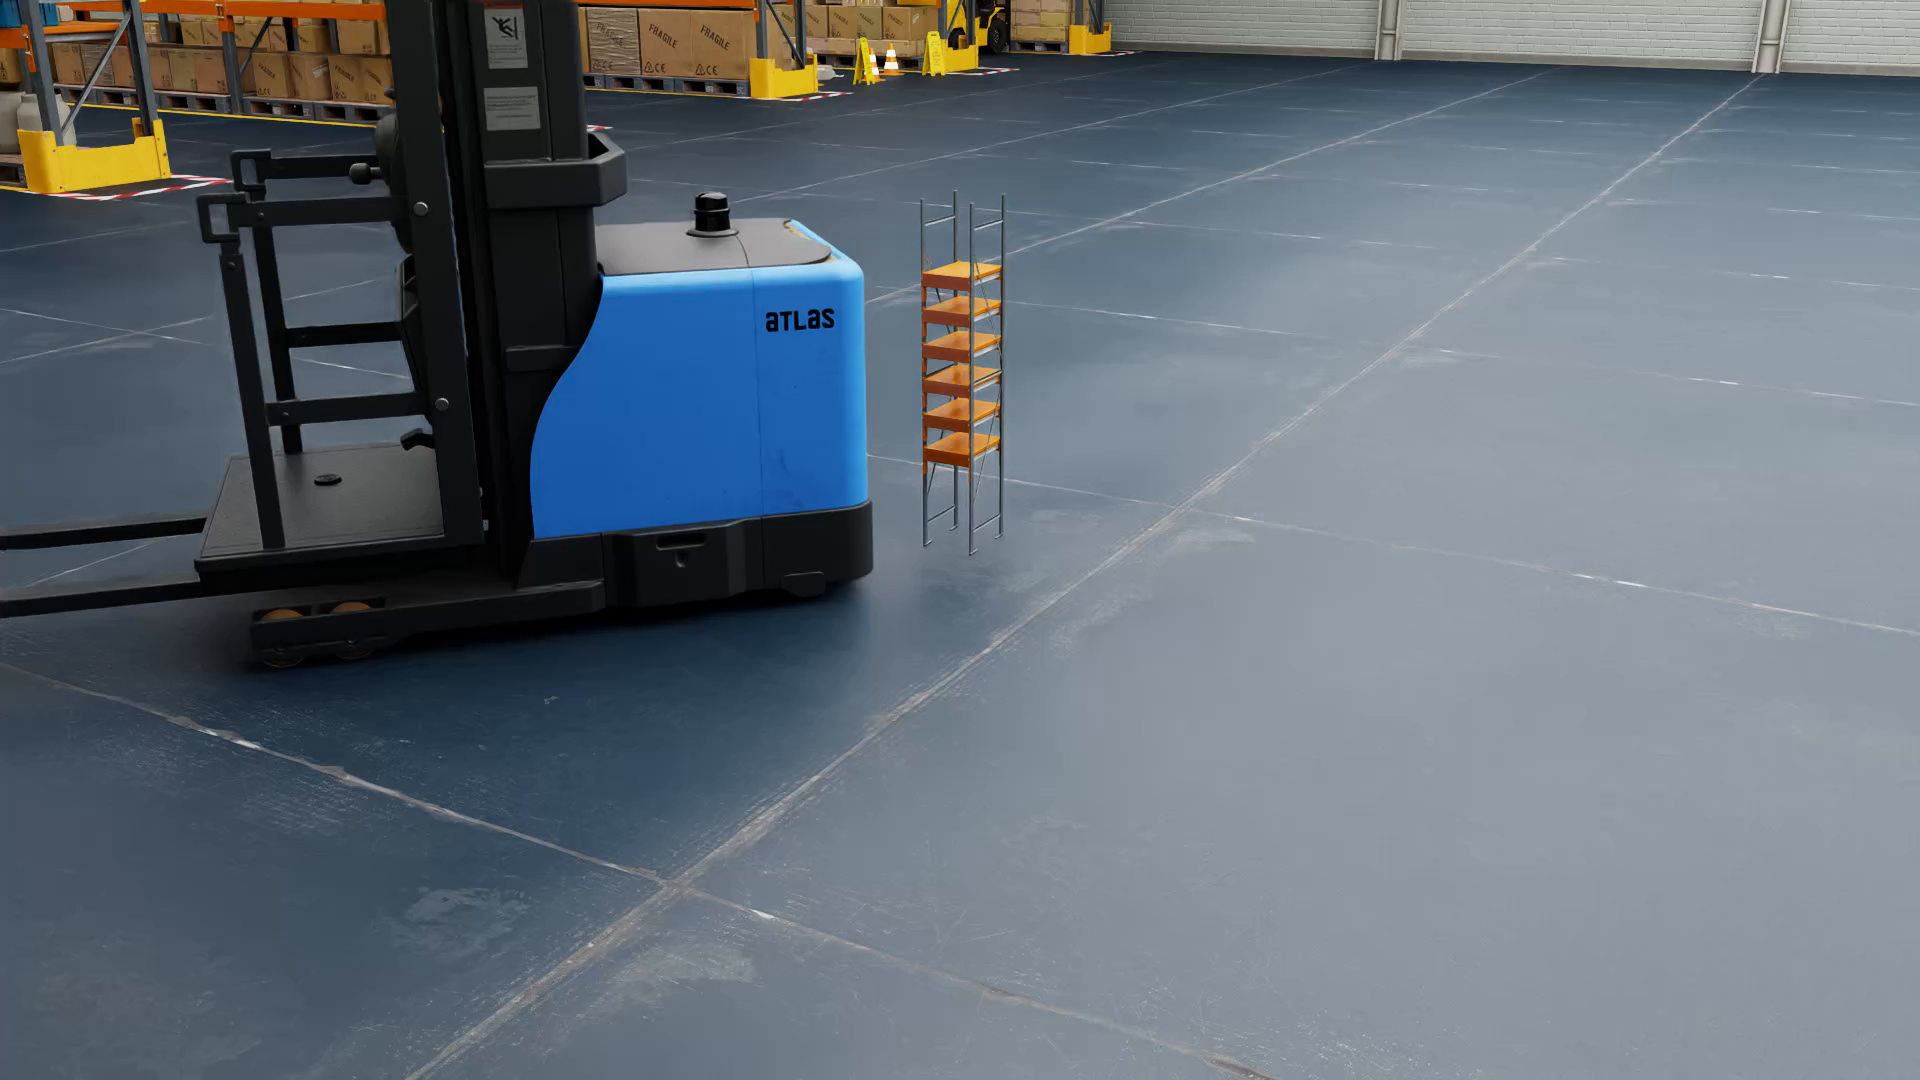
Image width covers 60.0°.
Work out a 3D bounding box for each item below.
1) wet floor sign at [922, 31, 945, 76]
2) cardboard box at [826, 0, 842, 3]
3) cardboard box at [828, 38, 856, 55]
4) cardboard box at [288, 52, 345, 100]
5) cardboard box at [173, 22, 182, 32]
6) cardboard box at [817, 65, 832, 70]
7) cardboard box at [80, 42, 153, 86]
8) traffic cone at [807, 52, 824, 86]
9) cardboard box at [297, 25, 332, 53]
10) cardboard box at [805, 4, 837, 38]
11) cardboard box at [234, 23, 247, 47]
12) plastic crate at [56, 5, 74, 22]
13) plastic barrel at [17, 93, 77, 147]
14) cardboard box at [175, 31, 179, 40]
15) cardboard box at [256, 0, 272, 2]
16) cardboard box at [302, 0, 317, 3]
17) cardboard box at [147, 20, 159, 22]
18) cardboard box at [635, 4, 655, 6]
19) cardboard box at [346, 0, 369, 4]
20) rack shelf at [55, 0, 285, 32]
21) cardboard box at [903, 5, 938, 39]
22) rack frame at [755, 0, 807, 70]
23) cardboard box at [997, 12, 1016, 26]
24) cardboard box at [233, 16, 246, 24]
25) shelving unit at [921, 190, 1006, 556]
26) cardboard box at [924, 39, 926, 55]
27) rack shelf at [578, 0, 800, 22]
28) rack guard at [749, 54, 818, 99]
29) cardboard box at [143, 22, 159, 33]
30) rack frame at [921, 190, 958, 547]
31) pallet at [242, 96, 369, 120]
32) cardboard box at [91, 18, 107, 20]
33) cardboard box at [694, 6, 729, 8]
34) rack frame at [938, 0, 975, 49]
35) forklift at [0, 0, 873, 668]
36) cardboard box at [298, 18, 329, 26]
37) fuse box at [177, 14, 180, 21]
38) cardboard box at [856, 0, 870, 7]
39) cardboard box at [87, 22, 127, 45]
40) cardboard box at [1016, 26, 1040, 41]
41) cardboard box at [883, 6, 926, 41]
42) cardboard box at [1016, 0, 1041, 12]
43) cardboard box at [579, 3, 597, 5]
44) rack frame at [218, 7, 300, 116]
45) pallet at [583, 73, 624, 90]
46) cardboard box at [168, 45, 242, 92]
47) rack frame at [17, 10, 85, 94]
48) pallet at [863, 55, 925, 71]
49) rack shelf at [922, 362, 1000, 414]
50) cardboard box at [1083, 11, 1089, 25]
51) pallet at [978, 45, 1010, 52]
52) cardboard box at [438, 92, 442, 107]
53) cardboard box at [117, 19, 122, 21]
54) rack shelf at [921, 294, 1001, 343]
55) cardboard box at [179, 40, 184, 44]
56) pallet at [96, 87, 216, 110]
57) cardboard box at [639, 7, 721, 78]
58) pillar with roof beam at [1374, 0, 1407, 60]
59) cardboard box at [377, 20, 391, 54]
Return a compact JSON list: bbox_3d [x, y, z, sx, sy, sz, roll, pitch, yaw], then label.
[{"bbox_3d":[-0.407,-7.445,25.442,0.267,0.644,0.232,-16,26,-38],"label":"wet floor sign"},{"bbox_3d":[-2.260,-10.341,32.840,0.625,0.625,0.875,11,22,27],"label":"cardboard box"},{"bbox_3d":[-1.796,-8.035,27.032,0.500,0.250,0.500,10,22,25],"label":"cardboard box"},{"bbox_3d":[-7.543,-5.467,19.589,0.500,0.500,0.500,-17,26,-39],"label":"cardboard box"},{"bbox_3d":[-13.053,-8.663,28.039,0.250,0.149,0.380,12,23,29],"label":"cardboard box"},{"bbox_3d":[-2.180,-7.178,25.435,0.380,0.149,0.250,-11,23,-29],"label":"cardboard box"},{"bbox_3d":[-10.783,-6.120,21.357,0.500,0.500,0.700,9,22,23],"label":"cardboard box"},{"bbox_3d":[-2.148,-6.730,23.738,0.334,0.463,0.336,11,23,27],"label":"traffic cone"},{"bbox_3d":[-10.063,-7.795,26.006,0.500,0.500,0.500,11,23,27],"label":"cardboard box"},{"bbox_3d":[-2.235,-8.473,27.142,0.500,0.500,0.500,12,23,30],"label":"cardboard box"},{"bbox_3d":[-11.411,-8.057,26.726,0.500,0.500,0.500,11,23,28],"label":"cardboard box"},{"bbox_3d":[-7.924,-4.597,14.527,0.250,0.136,0.298,11,23,27],"label":"plastic crate"},{"bbox_3d":[-7.911,-3.591,14.399,0.421,0.512,0.421,0,20,0],"label":"plastic barrel"},{"bbox_3d":[-13.278,-8.575,28.233,0.250,0.149,0.380,11,23,28],"label":"cardboard box"},{"bbox_3d":[-7.891,-6.294,19.187,0.250,0.149,0.380,11,23,27],"label":"cardboard box"},{"bbox_3d":[-7.232,-6.173,18.851,0.250,0.149,0.380,11,23,27],"label":"cardboard box"},{"bbox_3d":[-13.748,-8.790,28.391,0.250,0.149,0.380,10,22,26],"label":"cardboard box"},{"bbox_3d":[-6.444,-10.992,34.819,0.500,0.500,0.500,10,22,25],"label":"cardboard box"},{"bbox_3d":[-6.594,-6.037,18.478,0.250,0.149,0.380,11,23,27],"label":"cardboard box"},{"bbox_3d":[-10.122,-6.611,20.746,4.000,0.370,1.077,11,23,27],"label":"rack shelf"},{"bbox_3d":[-0.641,-8.379,26.882,0.500,0.500,0.500,10,22,26],"label":"cardboard box"},{"bbox_3d":[-2.377,-7.411,21.897,0.127,3.000,1.000,11,23,27],"label":"rack frame"},{"bbox_3d":[0.896,-9.674,30.818,0.500,0.250,0.500,10,22,26],"label":"cardboard box"},{"bbox_3d":[-11.428,-8.406,26.590,0.500,0.250,0.500,12,23,29],"label":"cardboard box"},{"bbox_3d":[0.013,-0.562,5.654,0.189,1.200,0.258,11,23,27],"label":"shelving unit"},{"bbox_3d":[-0.620,-8.023,27.000,0.500,0.250,0.500,11,22,27],"label":"cardboard box"},{"bbox_3d":[-4.123,-7.405,22.937,4.000,0.370,1.077,11,23,27],"label":"rack shelf"},{"bbox_3d":[-2.356,-6.232,22.312,0.348,0.500,1.175,11,23,27],"label":"rack guard"},{"bbox_3d":[-13.533,-8.556,27.746,0.250,0.149,0.380,11,23,28],"label":"cardboard box"},{"bbox_3d":[-0.067,-0.577,5.696,0.006,1.200,0.240,11,23,27],"label":"rack frame"},{"bbox_3d":[-7.772,-5.204,19.903,1.213,0.211,1.003,11,23,27],"label":"pallet"},{"bbox_3d":[-15.085,-9.070,29.163,0.250,0.149,0.380,10,22,25],"label":"cardboard box"},{"bbox_3d":[-5.092,-10.739,34.121,0.500,0.500,0.500,12,23,29],"label":"cardboard box"},{"bbox_3d":[-0.051,-8.901,26.006,0.127,3.000,1.000,11,23,27],"label":"rack frame"},{"bbox_3d":[-1.856,-1.207,4.894,3.031,2.935,1.130,-6,21,-17],"label":"forklift"},{"bbox_3d":[-10.086,-8.152,25.890,0.500,0.250,0.500,10,22,26],"label":"cardboard box"},{"bbox_3d":[-17.802,-12.488,37.784,0.414,1.711,0.539,11,23,27],"label":"fuse box"},{"bbox_3d":[-1.449,-8.603,26.549,0.250,0.149,0.380,11,23,28],"label":"cardboard box"},{"bbox_3d":[-10.800,-6.478,21.246,0.500,0.250,0.500,14,24,33],"label":"cardboard box"},{"bbox_3d":[1.373,-9.354,30.670,0.500,0.250,0.500,11,23,27],"label":"cardboard box"},{"bbox_3d":[-0.878,-8.214,26.428,0.500,0.500,0.500,11,23,28],"label":"cardboard box"},{"bbox_3d":[1.364,-9.822,30.492,0.500,0.250,0.500,11,23,28],"label":"cardboard box"},{"bbox_3d":[-7.797,-11.250,35.531,0.500,0.500,0.500,12,23,30],"label":"cardboard box"},{"bbox_3d":[-8.376,-6.616,19.707,0.127,3.000,1.000,11,23,27],"label":"rack frame"},{"bbox_3d":[-5.243,-6.616,23.793,1.213,0.211,1.003,11,23,27],"label":"pallet"},{"bbox_3d":[-9.309,-5.842,20.591,0.500,0.500,0.700,11,22,27],"label":"cardboard box"},{"bbox_3d":[-11.868,-7.282,21.540,0.127,3.000,1.000,11,23,27],"label":"rack frame"},{"bbox_3d":[-0.809,-7.749,26.918,1.213,0.211,1.003,11,23,27],"label":"pallet"},{"bbox_3d":[0.013,-0.520,5.669,0.180,0.103,0.258,11,23,27],"label":"rack shelf"},{"bbox_3d":[2.057,-9.660,30.779,0.500,0.250,0.500,11,23,28],"label":"cardboard box"},{"bbox_3d":[0.617,-9.387,31.433,1.213,0.211,1.003,11,23,27],"label":"pallet"},{"bbox_3d":[-5.960,-5.172,18.773,0.500,0.500,0.500,18,27,41],"label":"cardboard box"},{"bbox_3d":[-14.405,-8.930,28.777,0.250,0.149,0.380,11,23,28],"label":"cardboard box"},{"bbox_3d":[0.013,-0.745,5.587,0.180,0.103,0.258,11,23,27],"label":"rack shelf"},{"bbox_3d":[-13.014,-8.420,28.244,0.250,0.149,0.380,10,22,25],"label":"cardboard box"},{"bbox_3d":[-10.126,-5.637,21.096,1.213,0.211,1.003,11,23,27],"label":"pallet"},{"bbox_3d":[-3.770,-6.848,22.846,0.875,0.875,0.875,10,22,26],"label":"cardboard box"},{"bbox_3d":[5.337,-11.305,23.833,0.400,9.000,9.100,11,23,27],"label":"pillar with roof beam"},{"bbox_3d":[-8.108,-7.609,25.126,0.750,0.750,1.050,11,23,28],"label":"cardboard box"}]
